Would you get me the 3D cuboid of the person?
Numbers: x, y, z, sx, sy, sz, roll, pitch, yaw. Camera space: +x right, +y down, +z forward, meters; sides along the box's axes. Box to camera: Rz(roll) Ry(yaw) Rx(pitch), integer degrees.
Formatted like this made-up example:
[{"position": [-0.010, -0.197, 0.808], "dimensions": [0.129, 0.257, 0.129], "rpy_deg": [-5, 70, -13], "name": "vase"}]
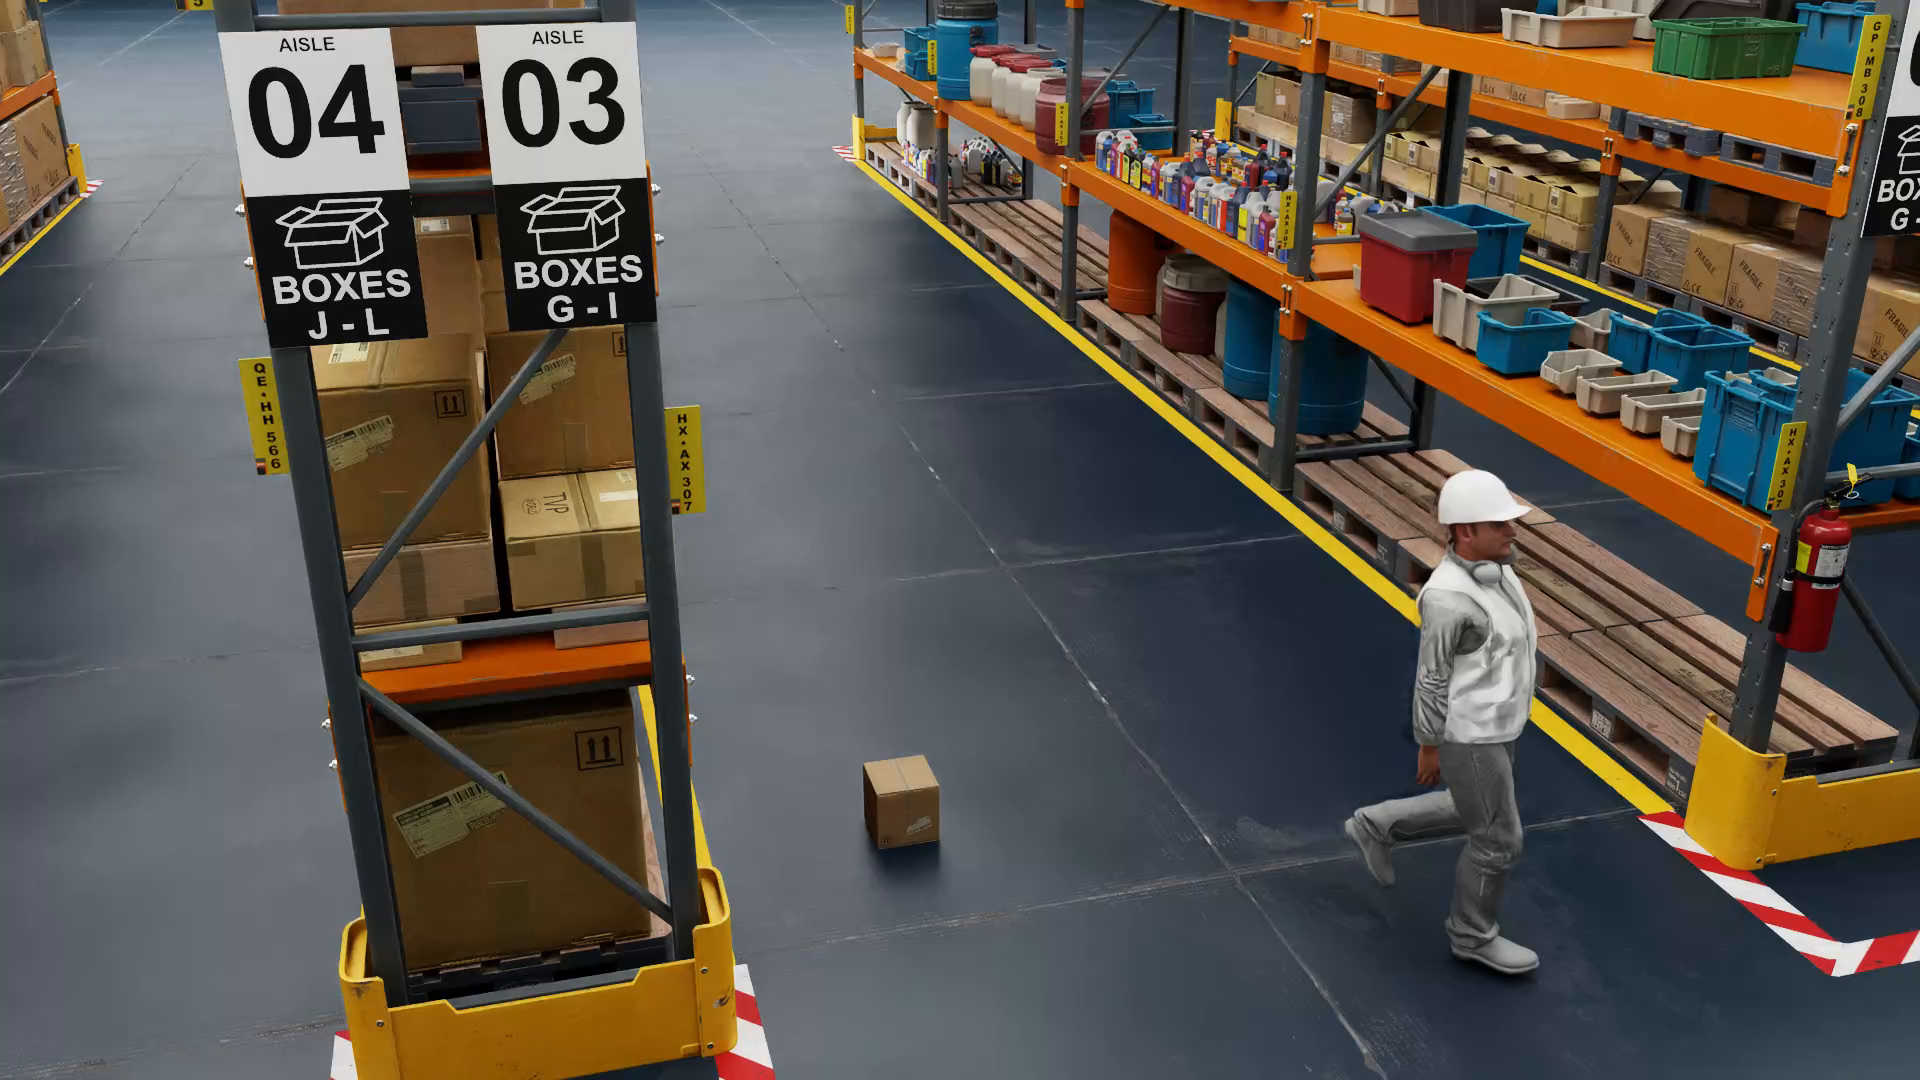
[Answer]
[{"position": [1.691, 0.597, 5.615], "dimensions": [0.759, 1.746, 0.529], "rpy_deg": [12, 26, 26], "name": "person"}]
